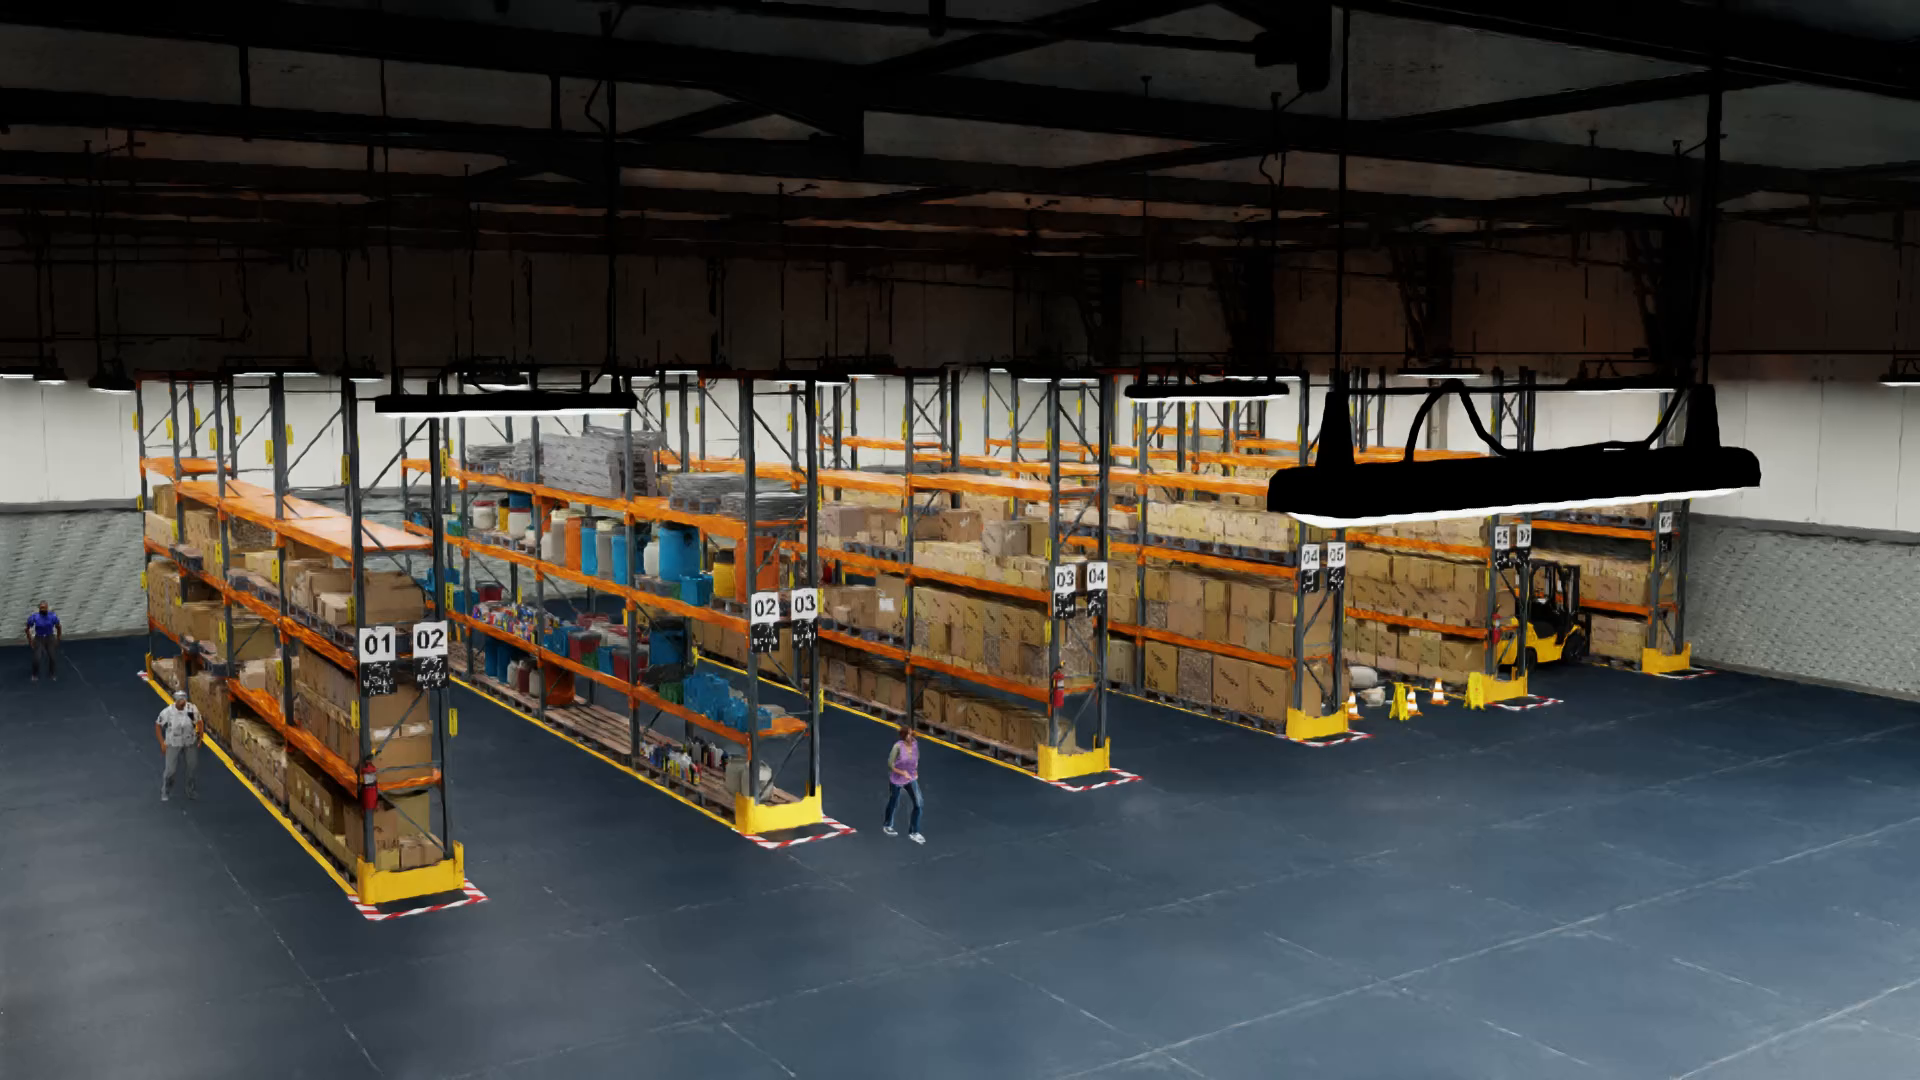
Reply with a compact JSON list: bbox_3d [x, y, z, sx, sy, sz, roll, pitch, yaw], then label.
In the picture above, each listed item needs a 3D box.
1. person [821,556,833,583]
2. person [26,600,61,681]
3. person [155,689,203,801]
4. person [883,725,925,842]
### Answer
[{"bbox_3d":[-3.151,1.178,38.294,0.542,1.645,1.126,-4,8,-31],"label":"person"},{"bbox_3d":[-17.636,1.933,32.016,0.592,1.604,0.513,-5,8,-35],"label":"person"},{"bbox_3d":[-11.023,2.890,23.521,0.625,1.611,0.582,-5,8,-36],"label":"person"},{"bbox_3d":[-0.730,3.132,21.655,0.562,1.530,0.815,-3,7,-28],"label":"person"}]
